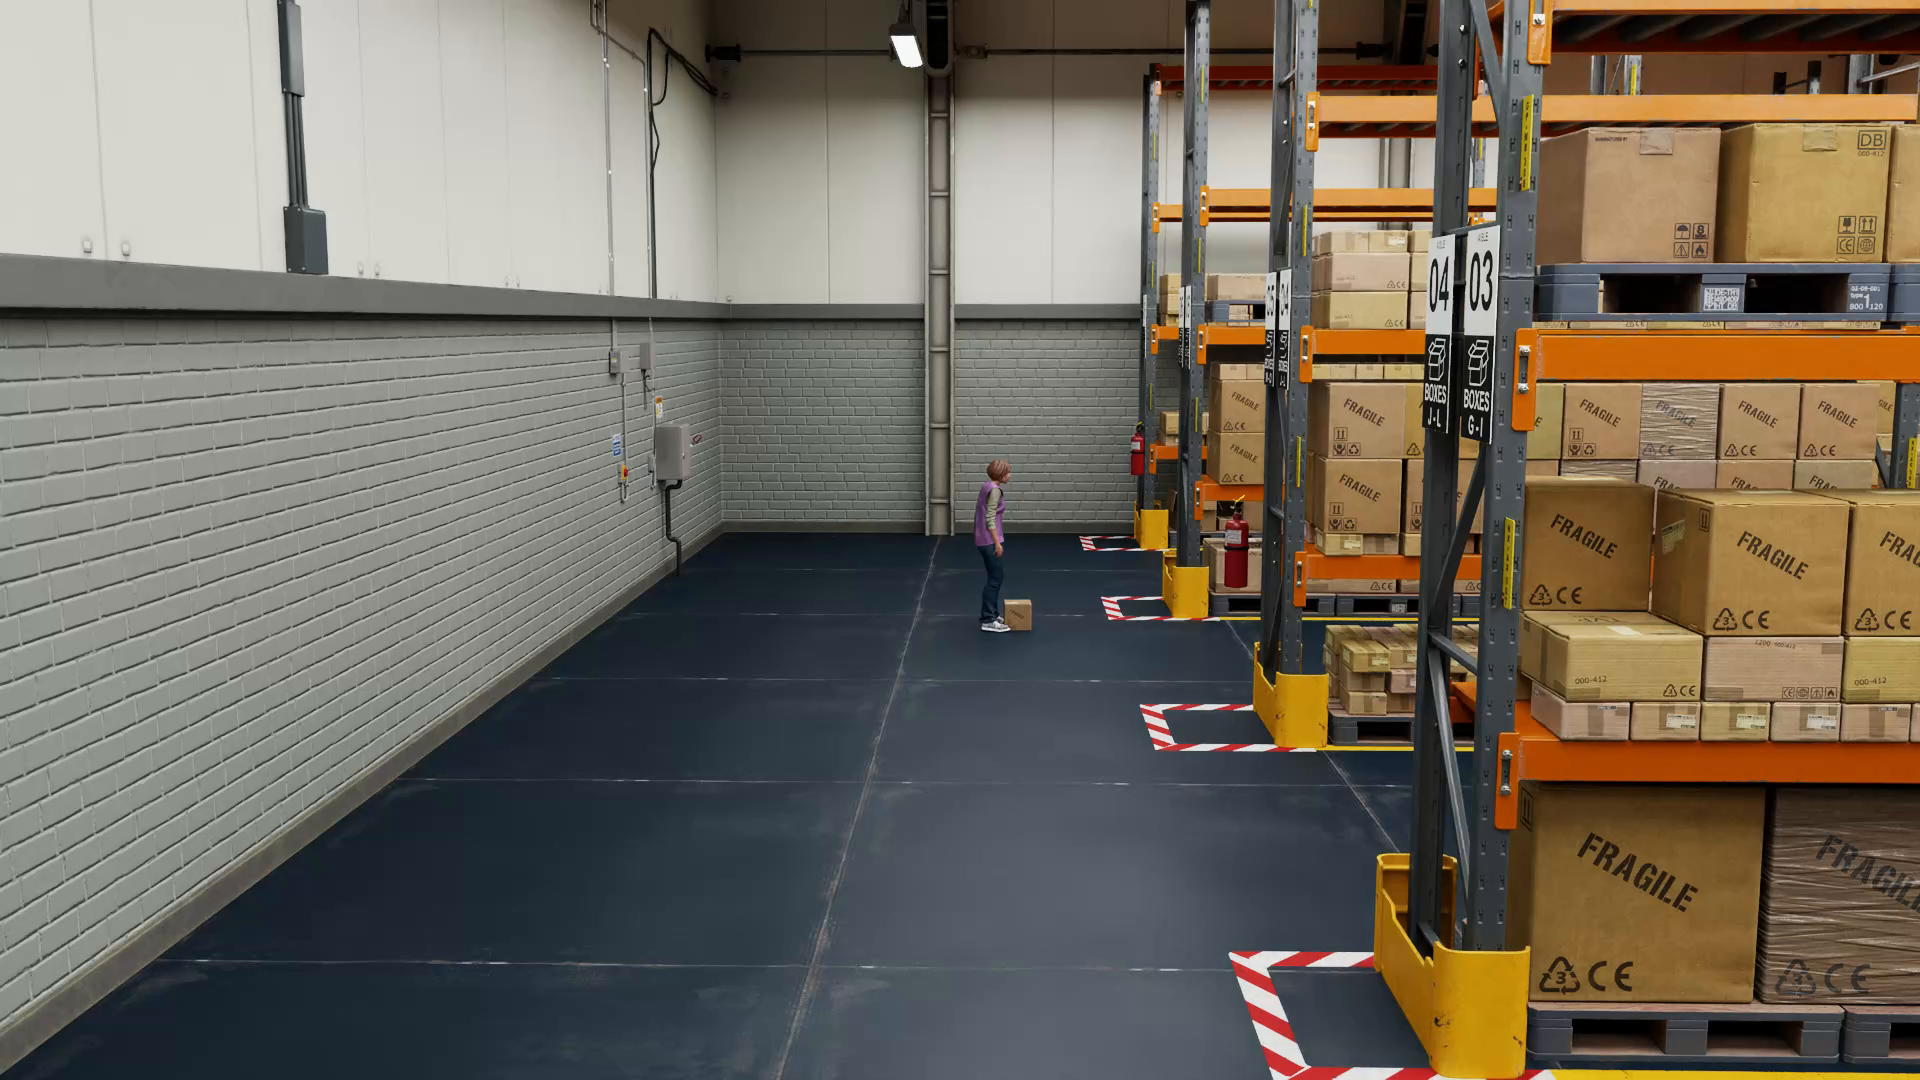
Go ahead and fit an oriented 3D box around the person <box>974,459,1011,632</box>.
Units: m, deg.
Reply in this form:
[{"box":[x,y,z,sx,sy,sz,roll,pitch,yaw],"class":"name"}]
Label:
[{"box":[0.317,0.039,15.526,0.368,1.593,0.481,0,7,-1],"class":"person"}]
